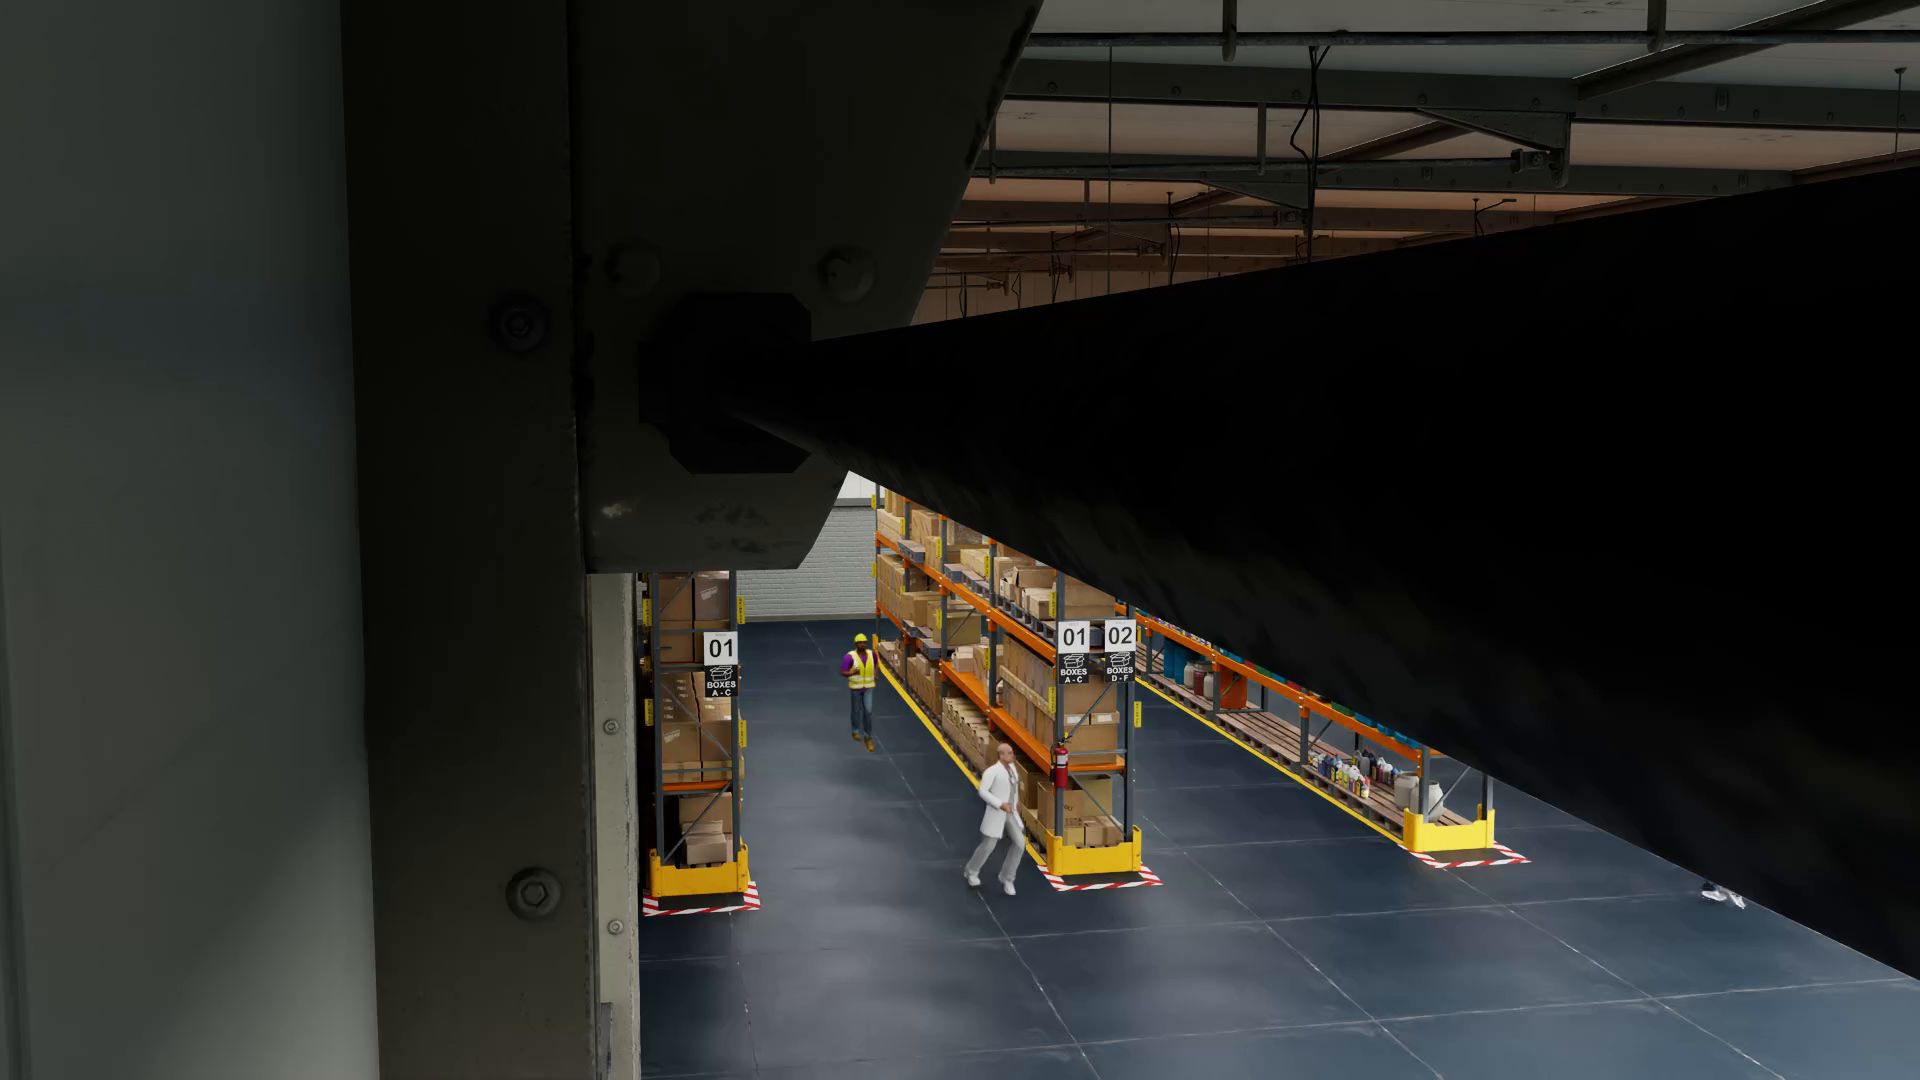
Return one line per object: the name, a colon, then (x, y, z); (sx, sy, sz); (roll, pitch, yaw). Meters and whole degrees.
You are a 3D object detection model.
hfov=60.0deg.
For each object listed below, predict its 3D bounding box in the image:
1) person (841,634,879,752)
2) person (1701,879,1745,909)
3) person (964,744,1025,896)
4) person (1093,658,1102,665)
person: (-1.576, 2.436, 26.715); (0.674, 1.874, 0.711); (-2, 6, -16)
person: (9.153, 3.530, 19.625); (0.673, 1.615, 0.513); (2, 6, 18)
person: (0.494, 3.386, 20.339); (0.768, 1.804, 0.765); (-6, 8, -43)
person: (2.432, 2.064, 30.717); (0.614, 1.712, 0.863); (-1, 6, -10)
